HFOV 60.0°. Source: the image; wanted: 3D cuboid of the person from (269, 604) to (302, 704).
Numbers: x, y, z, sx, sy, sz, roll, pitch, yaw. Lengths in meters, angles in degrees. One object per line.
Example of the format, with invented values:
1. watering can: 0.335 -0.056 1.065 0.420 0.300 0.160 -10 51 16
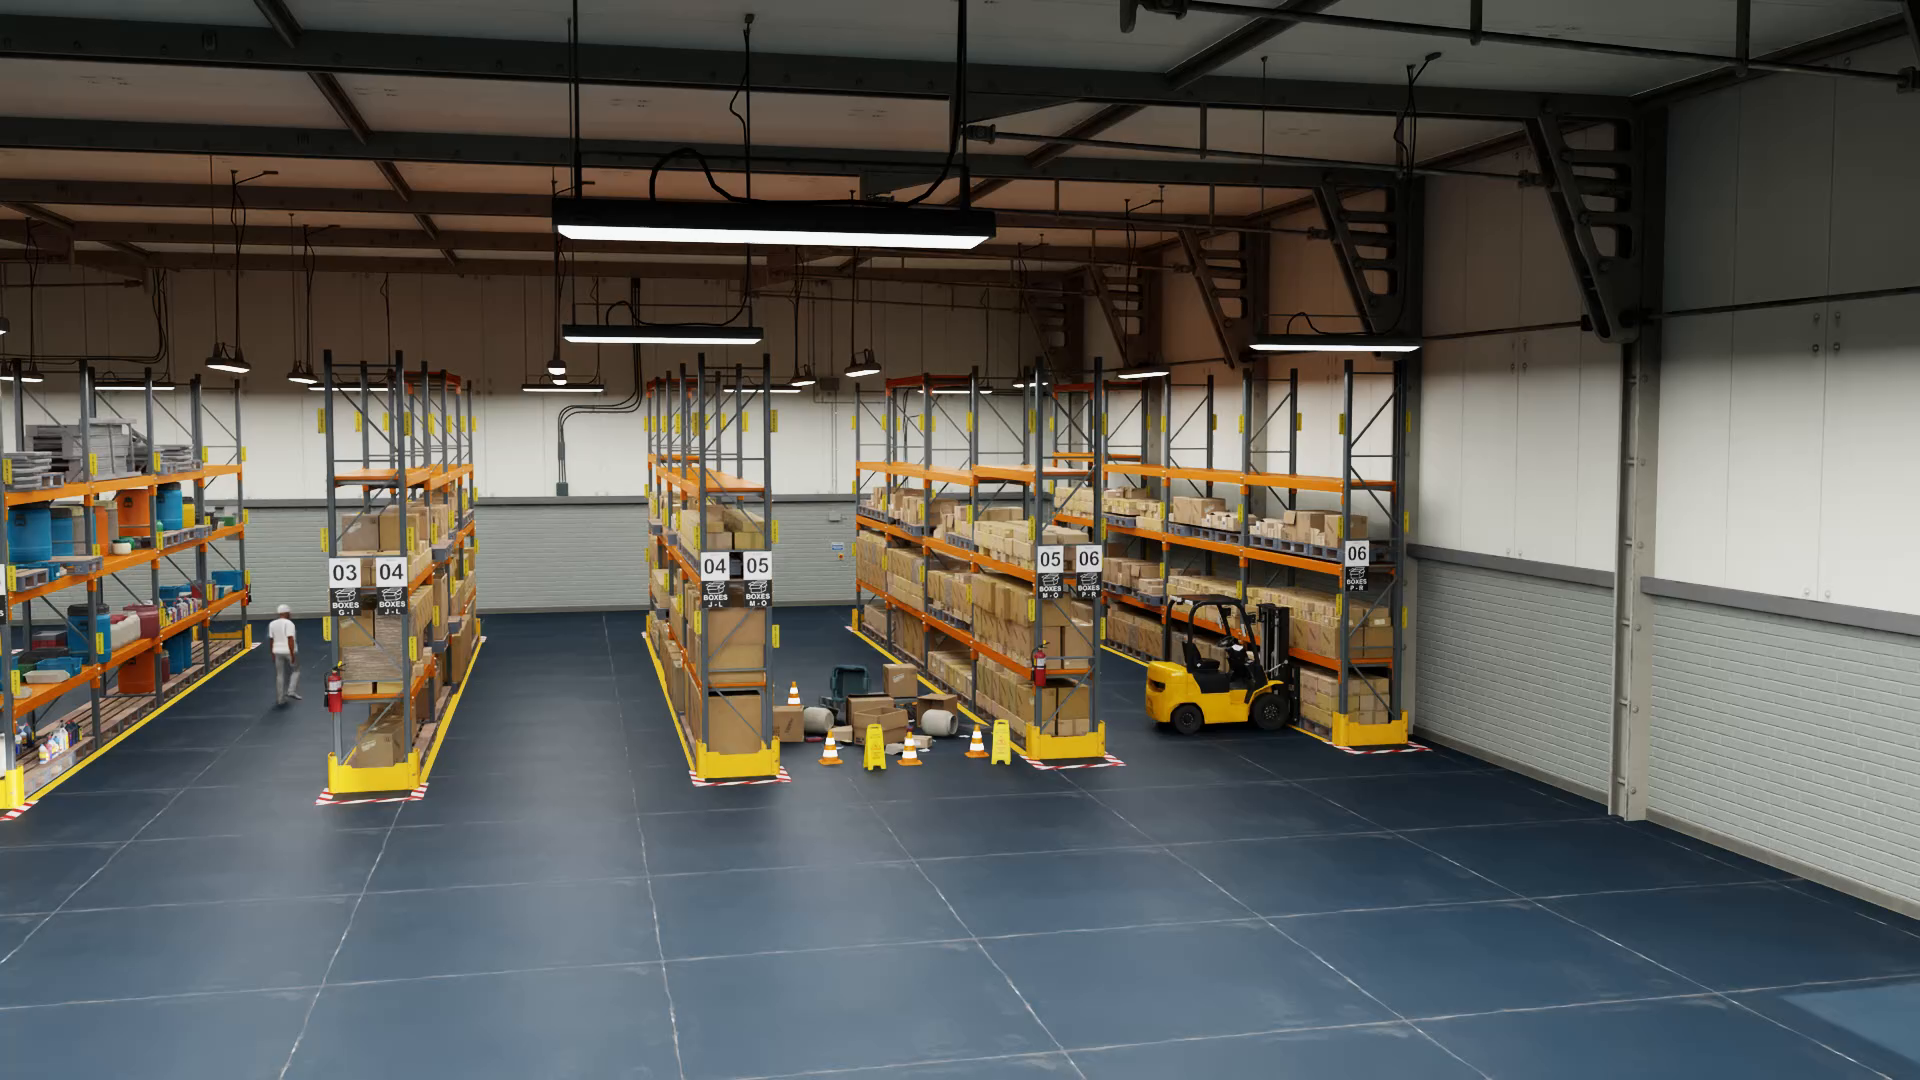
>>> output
1. person: -12.148 2.033 29.856 0.563 1.743 0.528 0 4 -1
